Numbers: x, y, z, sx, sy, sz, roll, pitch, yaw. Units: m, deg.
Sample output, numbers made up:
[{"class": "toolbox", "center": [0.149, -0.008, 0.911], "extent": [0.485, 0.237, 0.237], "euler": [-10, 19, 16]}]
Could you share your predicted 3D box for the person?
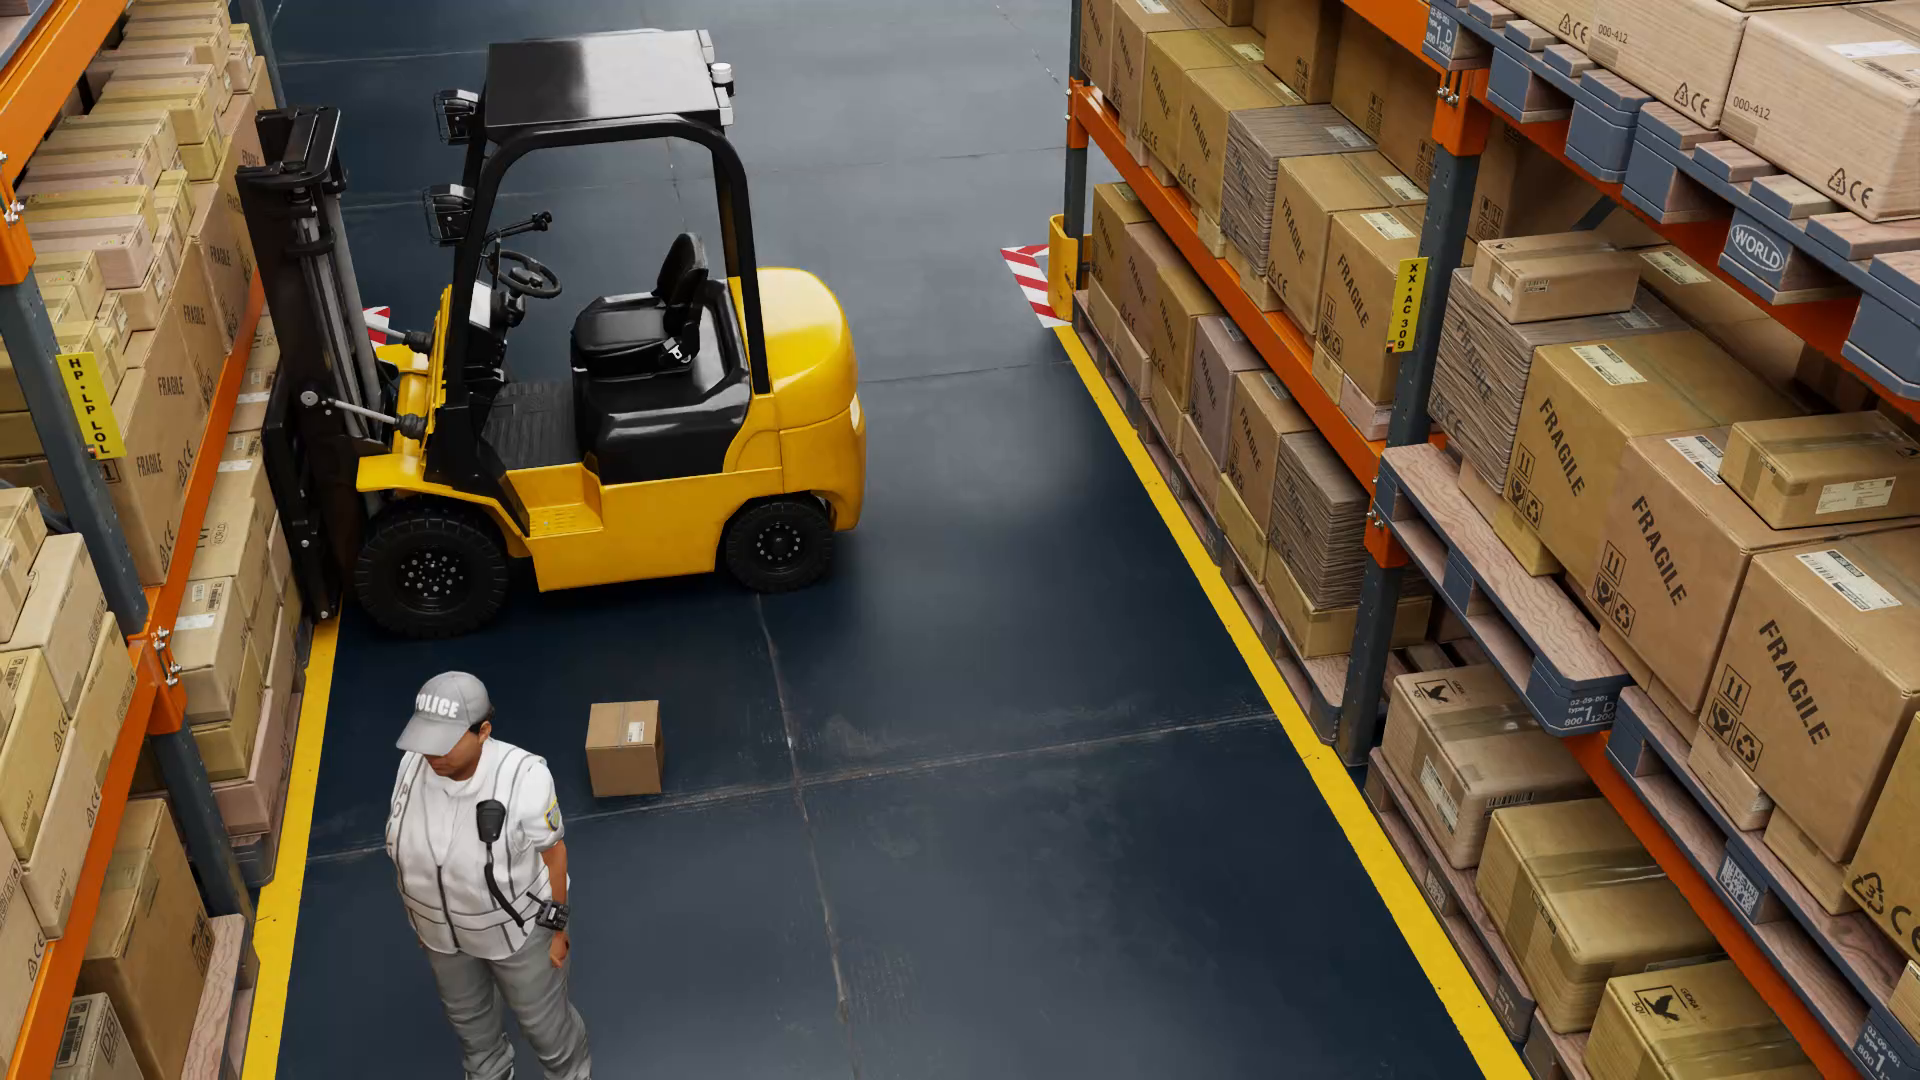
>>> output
[{"class": "person", "center": [-1.310, 1.051, 4.618], "extent": [0.481, 1.667, 0.388], "euler": [7, 35, 10]}]
